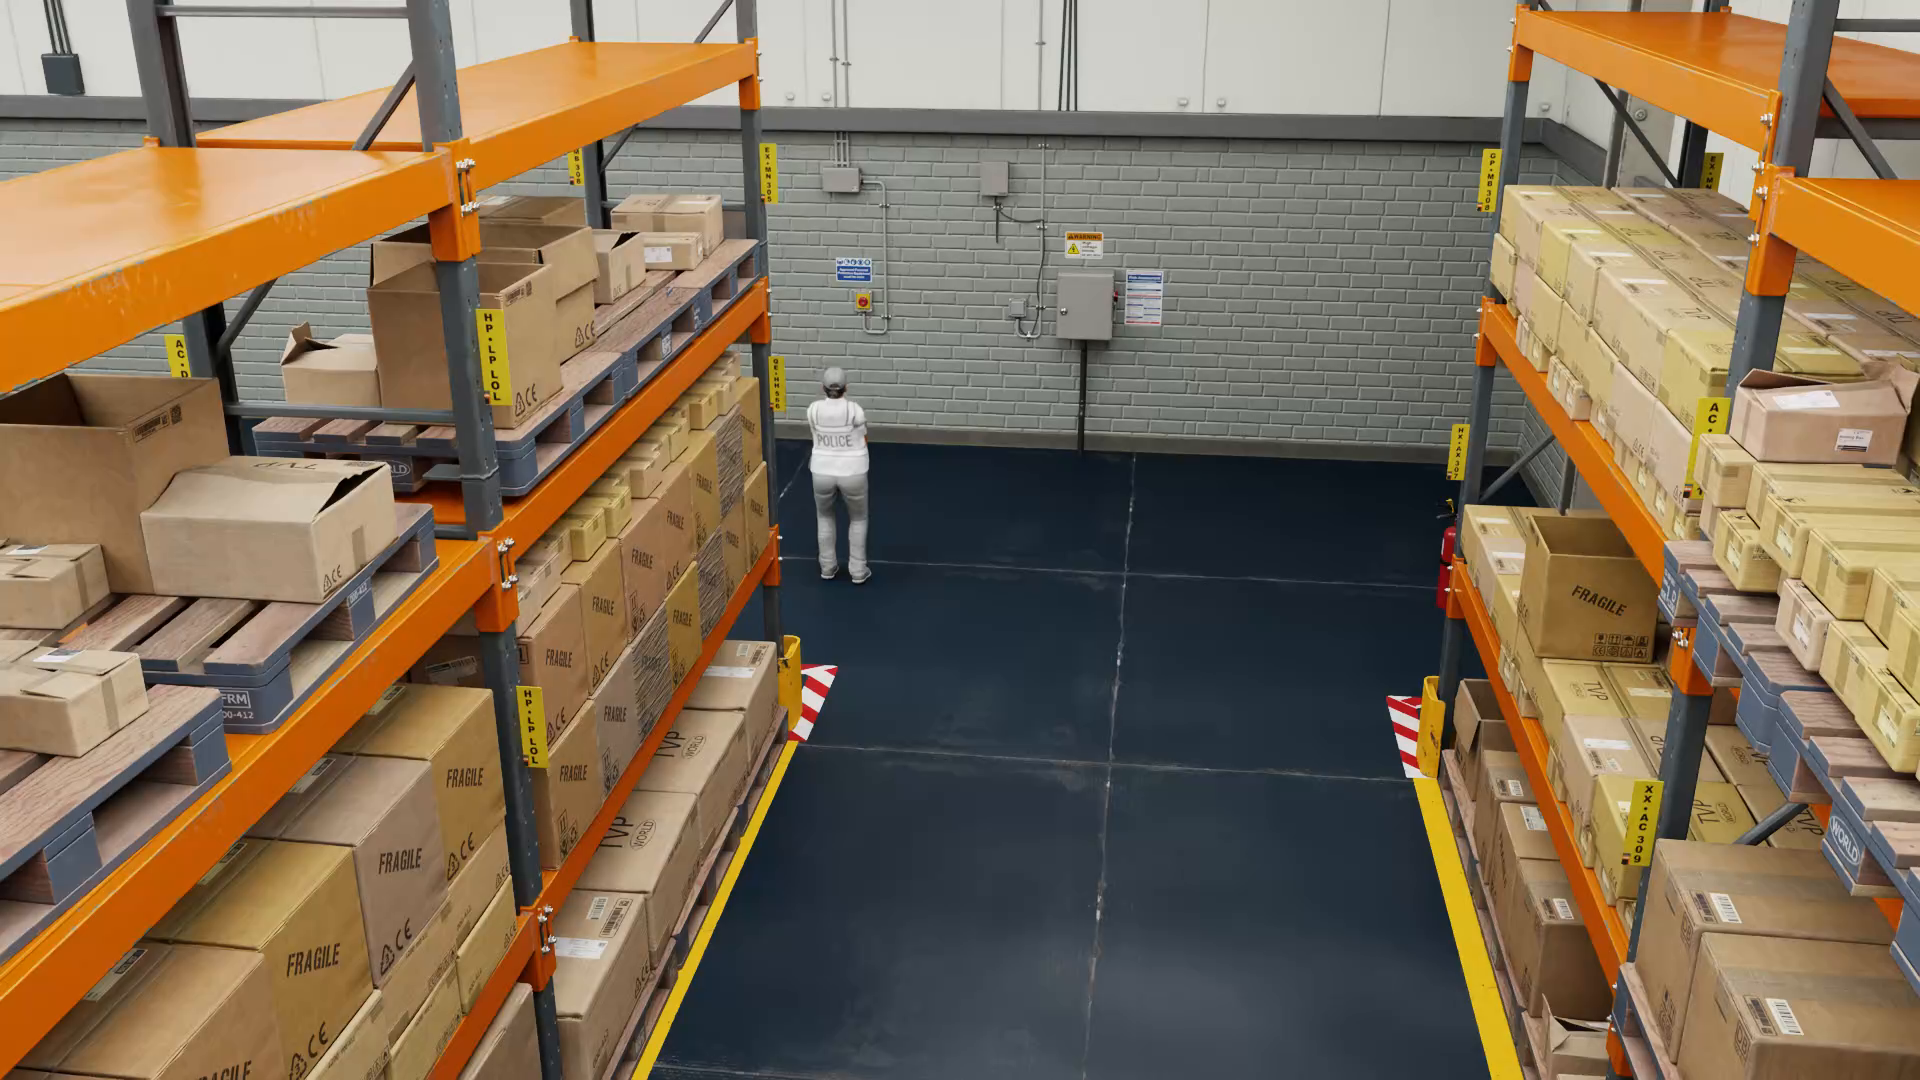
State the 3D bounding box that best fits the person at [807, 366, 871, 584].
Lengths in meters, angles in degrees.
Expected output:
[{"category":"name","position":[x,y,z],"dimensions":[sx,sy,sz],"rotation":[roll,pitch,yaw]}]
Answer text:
[{"category":"person","position":[-0.890,-0.503,12.383],"dimensions":[0.452,1.663,0.542],"rotation":[2,21,6]}]
